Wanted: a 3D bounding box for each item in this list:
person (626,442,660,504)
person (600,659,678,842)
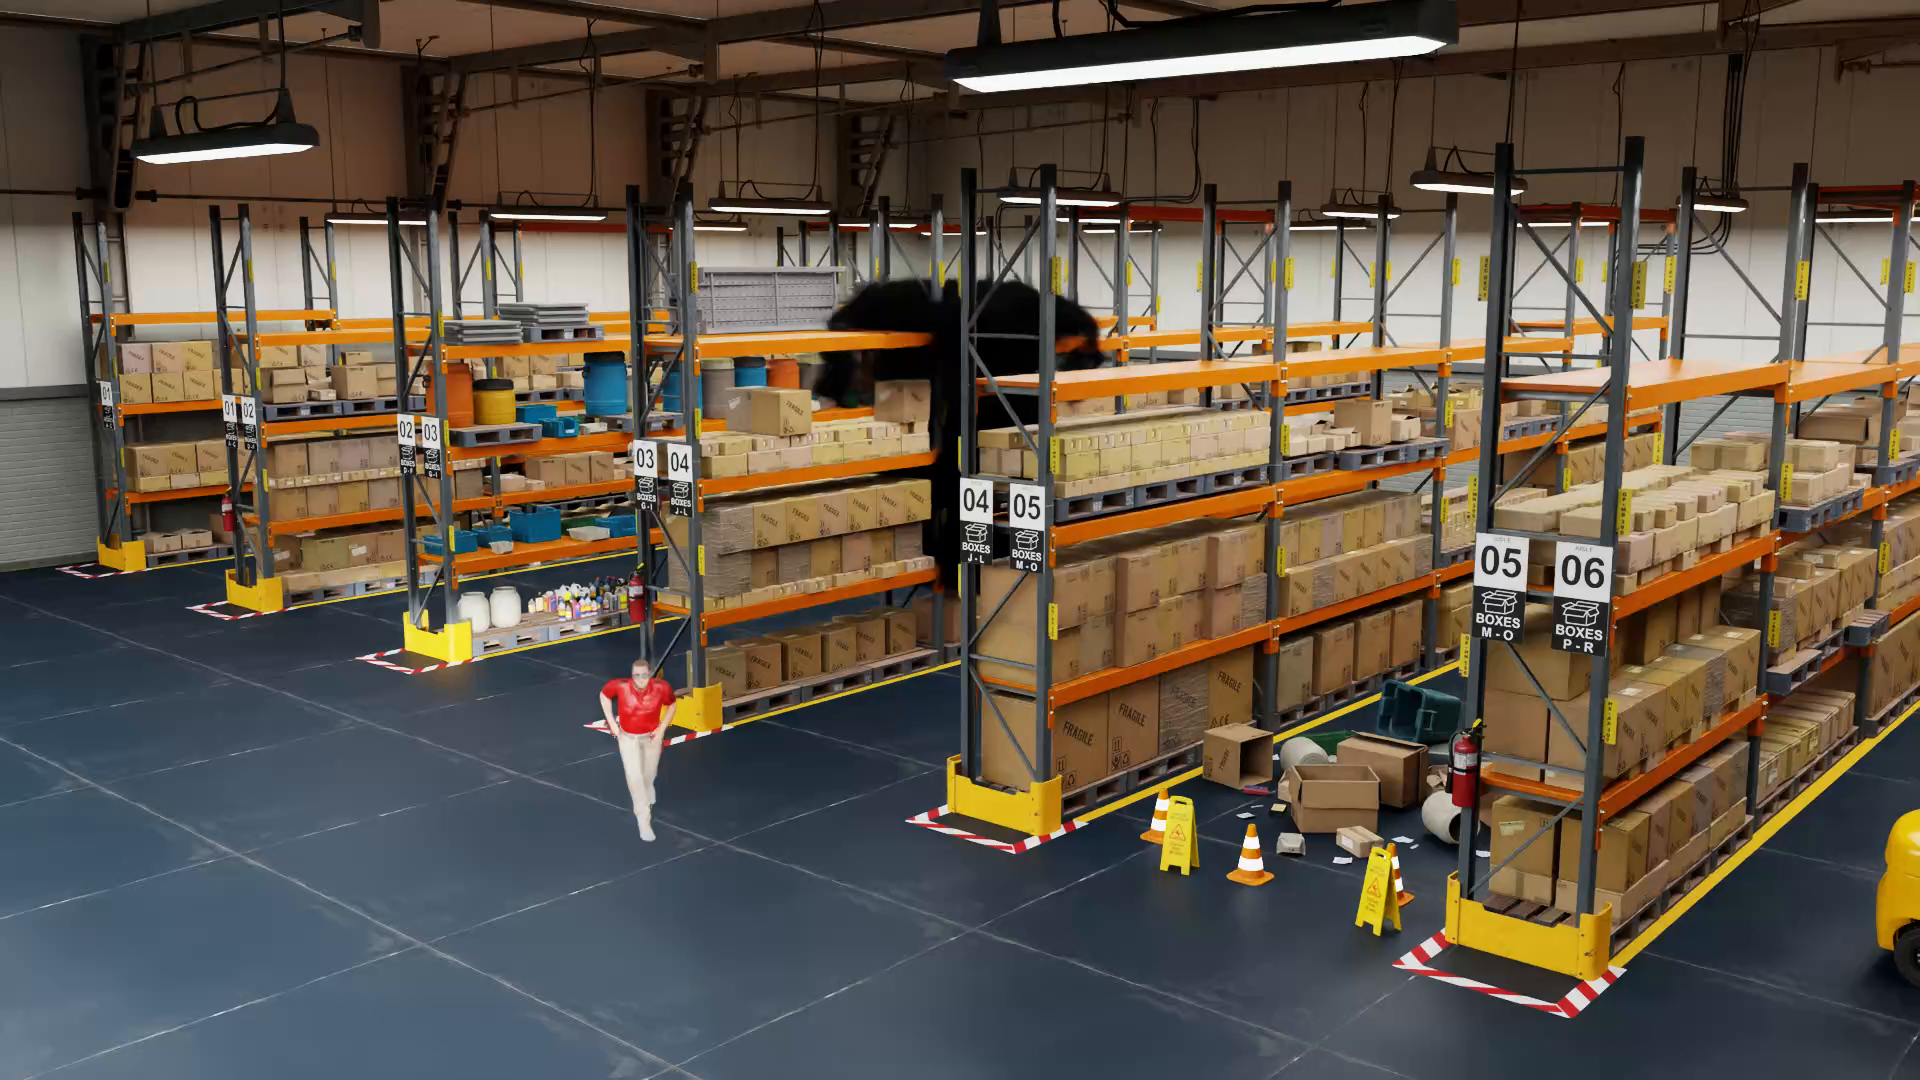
[{"bbox_3d":[-6.502,-1.341,34.037,0.715,1.796,0.973,5,11,28],"label":"person"},{"bbox_3d":[-2.952,1.848,15.363,0.695,1.694,1.012,-2,10,-9],"label":"person"}]
